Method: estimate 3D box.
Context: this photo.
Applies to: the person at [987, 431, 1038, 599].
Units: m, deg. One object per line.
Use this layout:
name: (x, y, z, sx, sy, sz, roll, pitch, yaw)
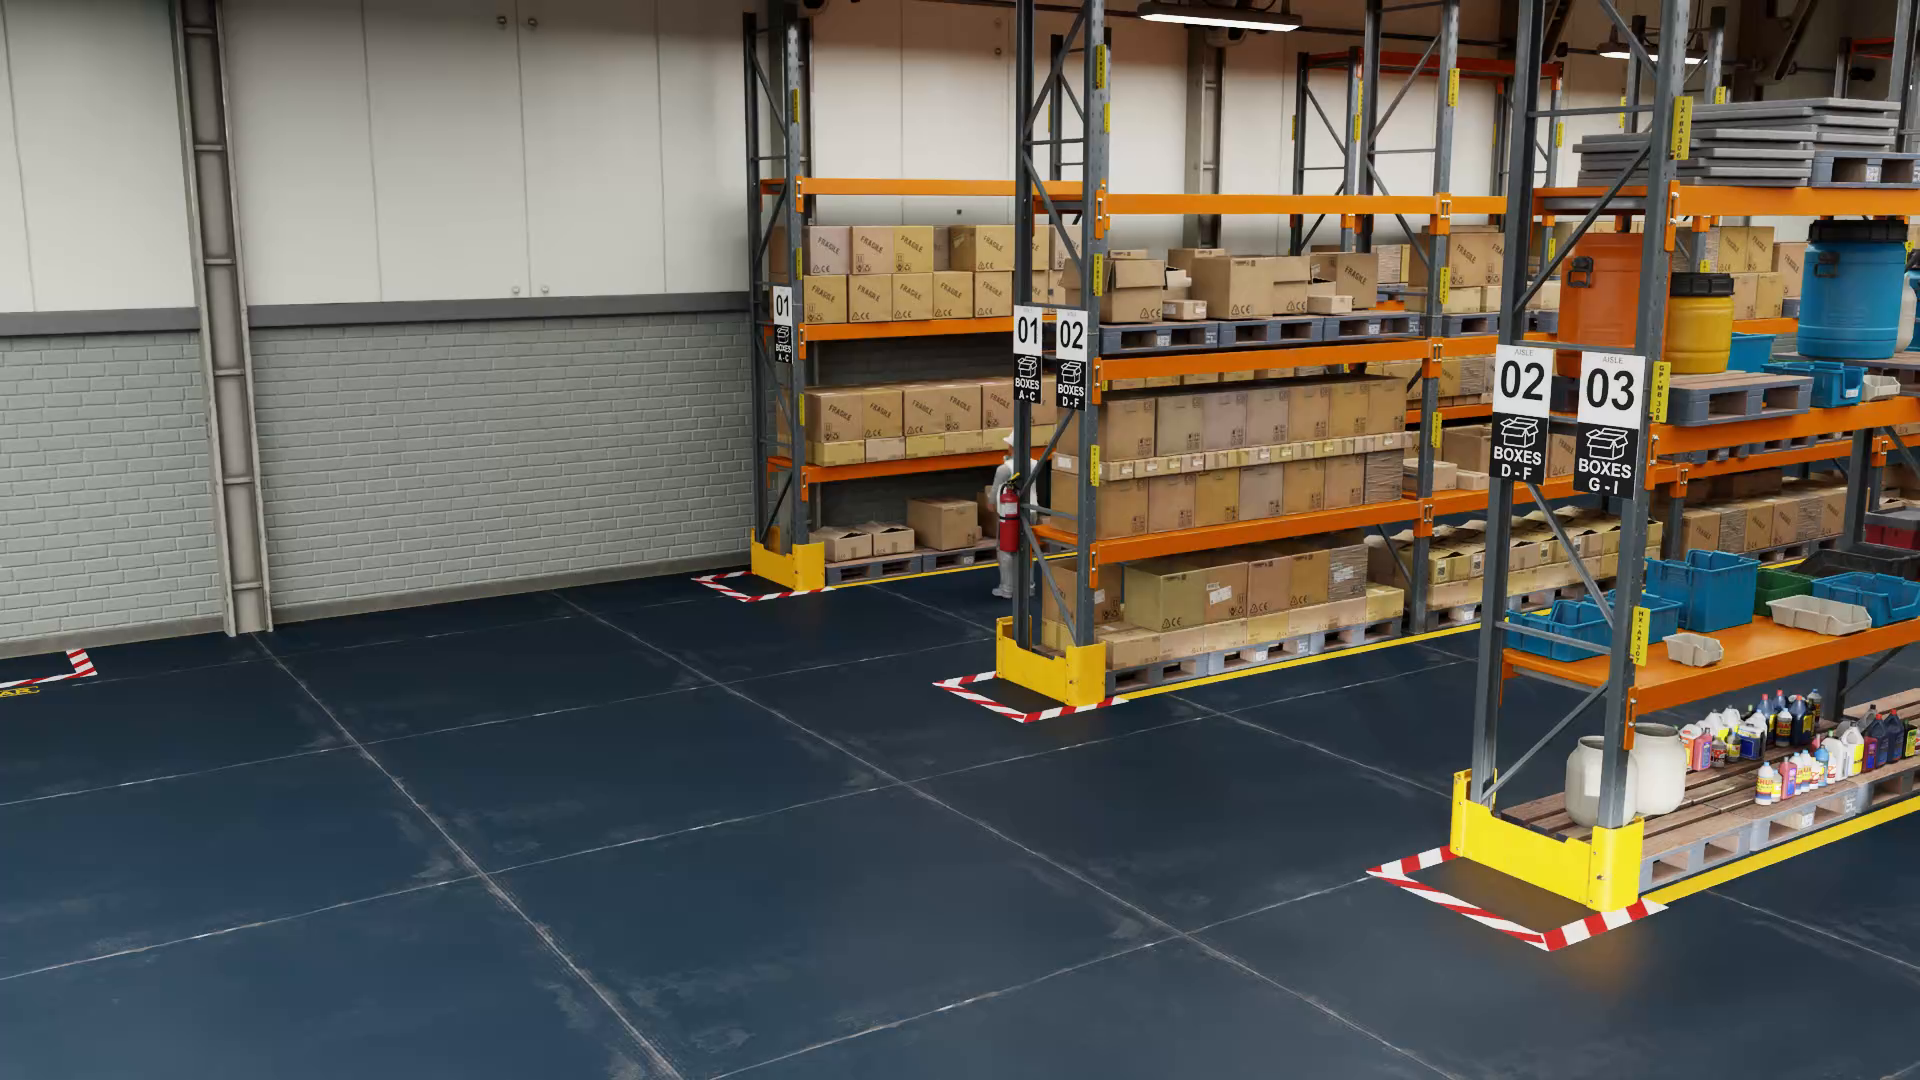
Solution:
person: (0.525, -0.287, 17.340, 0.494, 1.765, 0.546, -7, 13, -32)
